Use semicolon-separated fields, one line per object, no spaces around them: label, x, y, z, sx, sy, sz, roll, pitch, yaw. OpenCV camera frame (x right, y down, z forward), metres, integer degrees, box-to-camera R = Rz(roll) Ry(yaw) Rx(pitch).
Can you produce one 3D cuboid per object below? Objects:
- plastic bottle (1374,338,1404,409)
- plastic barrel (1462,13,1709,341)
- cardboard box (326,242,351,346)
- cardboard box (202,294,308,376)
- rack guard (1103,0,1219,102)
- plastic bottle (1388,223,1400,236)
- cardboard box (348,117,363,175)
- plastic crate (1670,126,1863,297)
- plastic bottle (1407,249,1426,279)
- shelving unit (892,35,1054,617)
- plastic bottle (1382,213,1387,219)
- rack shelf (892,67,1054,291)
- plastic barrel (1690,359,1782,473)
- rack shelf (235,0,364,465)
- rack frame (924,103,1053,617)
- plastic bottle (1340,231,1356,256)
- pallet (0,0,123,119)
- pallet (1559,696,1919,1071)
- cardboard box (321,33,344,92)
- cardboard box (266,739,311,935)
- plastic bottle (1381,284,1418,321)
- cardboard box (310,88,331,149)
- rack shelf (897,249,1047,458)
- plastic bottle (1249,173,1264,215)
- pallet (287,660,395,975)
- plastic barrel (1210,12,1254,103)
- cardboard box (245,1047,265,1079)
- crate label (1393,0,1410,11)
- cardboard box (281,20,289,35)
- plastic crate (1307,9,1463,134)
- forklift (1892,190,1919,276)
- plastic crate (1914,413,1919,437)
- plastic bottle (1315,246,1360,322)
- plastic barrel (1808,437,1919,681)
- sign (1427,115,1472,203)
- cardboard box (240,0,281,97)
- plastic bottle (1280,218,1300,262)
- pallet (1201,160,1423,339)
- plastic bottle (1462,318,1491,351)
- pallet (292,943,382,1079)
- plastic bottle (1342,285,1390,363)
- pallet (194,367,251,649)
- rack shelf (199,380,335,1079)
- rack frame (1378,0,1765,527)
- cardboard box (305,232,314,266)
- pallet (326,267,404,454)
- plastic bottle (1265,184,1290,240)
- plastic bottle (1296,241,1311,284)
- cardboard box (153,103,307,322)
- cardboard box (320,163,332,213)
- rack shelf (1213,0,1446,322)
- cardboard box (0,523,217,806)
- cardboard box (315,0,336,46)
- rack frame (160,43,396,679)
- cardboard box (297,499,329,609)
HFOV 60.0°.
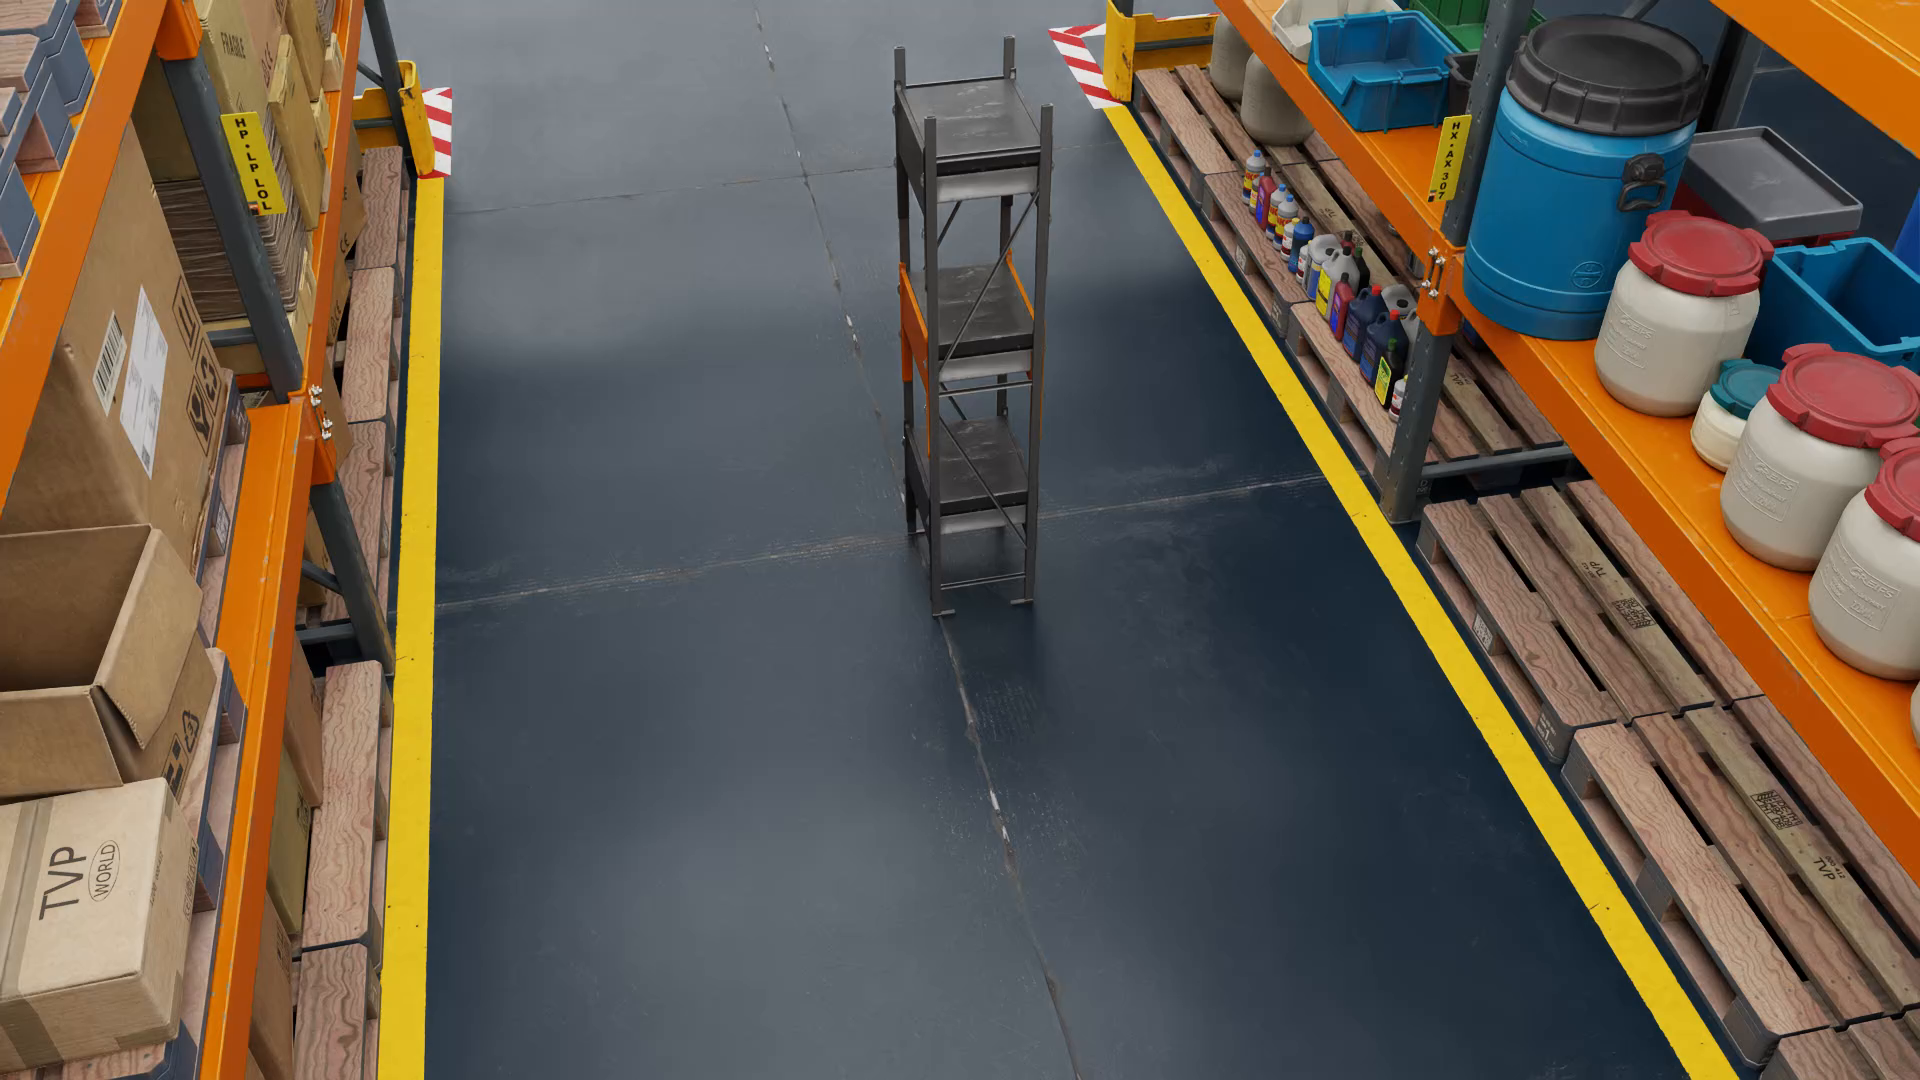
plastic bottle;1.811;-0.702;6.996;0.061;0.283;0.133;-6;42;-7
plastic barrel;2.025;-1.182;5.445;0.600;0.901;0.708;-8;42;-9
cardboard box;-3.065;-1.196;7.404;0.500;0.500;0.500;-5;42;-5
cardboard box;-2.352;-0.668;5.432;0.380;0.149;0.250;-8;42;-9
rack guard;1.436;-2.904;9.645;1.175;0.500;0.348;-8;42;-9
plastic bottle;2.138;-1.585;8.052;0.097;0.201;0.097;0;42;0
cardboard box;-3.344;-1.987;8.295;0.500;0.500;0.500;-1;42;-1
plastic crate;2.640;-1.043;5.617;0.402;0.464;0.583;-8;42;-9
plastic bottle;2.196;-1.378;7.763;0.152;0.276;0.135;-8;42;-9
shelving unit;0.036;-0.678;5.932;0.431;2.100;0.503;-8;42;-9
plastic bottle;2.122;-1.720;8.143;0.061;0.283;0.133;-8;42;-9
rack shelf;0.036;-1.191;5.476;0.431;0.518;0.480;-8;42;-9
plastic barrel;2.373;-0.357;4.997;0.301;0.262;0.301;0;42;0
rack shelf;-3.031;-1.606;6.842;1.077;0.370;4.000;-8;42;-9
rack frame;0.088;-0.520;5.754;0.400;2.100;0.015;-8;42;-9
plastic bottle;1.778;-1.269;7.635;0.061;0.283;0.133;-8;42;-9
pallet;-2.570;-1.215;3.741;1.213;0.211;1.003;-8;42;-9
pallet;2.711;1.050;5.408;1.003;0.211;1.213;-8;42;-9
cardboard box;-2.773;-1.966;6.894;0.380;0.149;0.250;-8;42;-9
cardboard box;-2.403;0.904;5.023;0.700;0.500;0.500;-9;42;-10
plastic bottle;1.914;-0.973;7.307;0.152;0.276;0.135;-8;42;-9
cardboard box;-2.689;-1.638;6.525;0.380;0.149;0.250;-8;42;-9
rack shelf;0.036;-0.668;5.941;0.431;0.518;0.480;-8;42;-9
plastic bottle;1.483;-1.713;8.196;0.097;0.201;0.097;0;42;0
pallet;-2.430;0.968;5.500;1.003;0.211;1.213;-8;42;-9
plastic barrel;1.590;-2.693;9.081;0.421;0.512;0.421;0;42;0
cardboard box;-2.161;1.628;4.208;0.700;0.500;0.500;-5;42;-6
crate label;2.035;-2.741;7.551;0.502;0.435;0.616;-8;42;-9
cardboard box;-2.916;-1.667;6.069;0.875;0.500;0.500;-8;42;-9
plastic crate;1.733;-1.912;6.756;0.499;0.251;0.616;-8;42;-9
forklift;5.117;-1.151;5.839;1.130;2.935;3.031;-16;44;-17
plastic crate;2.889;-0.121;4.787;0.450;0.188;0.662;-8;42;-9
plastic bottle;1.705;-1.173;7.475;0.144;0.351;0.185;-9;42;-10
plastic barrel;2.481;0.068;4.311;0.433;0.535;0.433;0;42;0
sign;1.697;-1.321;5.770;0.100;0.325;0.005;-8;42;-9
cardboard box;-2.557;-1.754;5.413;0.500;0.500;0.500;-8;42;-9
plastic bottle;1.578;-1.429;7.876;0.097;0.201;0.097;0;42;0
pallet;1.866;-1.480;8.258;1.003;0.211;1.213;-8;42;-9
plastic bottle;2.327;-1.025;7.309;0.144;0.351;0.185;-8;42;-9
pallet;-2.163;1.761;4.608;1.003;0.211;1.213;-8;42;-9
plastic bottle;1.775;-0.963;7.240;0.144;0.351;0.185;-10;43;-11
pallet;-2.576;0.009;4.625;1.003;0.211;1.213;-8;42;-9
rack shelf;-2.167;0.986;3.921;1.077;0.370;4.000;-8;42;-9
rack frame;2.237;-1.289;5.942;1.000;3.000;0.127;-8;42;-9
cardboard box;-2.474;-0.990;5.795;0.380;0.149;0.250;-8;42;-9
pallet;-3.045;-0.759;7.446;1.003;0.211;1.213;-8;42;-9
plastic bottle;1.535;-1.584;7.998;0.097;0.271;0.097;0;42;0
plastic bottle;1.622;-1.295;7.726;0.097;0.201;0.097;0;42;0
cardboard box;-2.636;-1.028;5.349;0.875;0.500;0.500;-8;42;-9
cardboard box;-2.551;-1.318;6.165;0.380;0.149;0.250;-8;42;-9
rack shelf;1.805;-2.316;7.642;1.077;0.370;4.000;-8;42;-9
cardboard box;-2.135;0.336;3.718;0.797;0.503;0.637;-4;42;-5
cardboard box;-3.080;-2.323;6.808;0.875;0.500;0.500;-8;42;-9
rack frame;-2.599;-0.579;5.143;1.000;3.000;0.127;-8;42;-9
cardboard box;-2.646;-0.066;6.132;0.500;0.500;0.500;-10;42;-11
